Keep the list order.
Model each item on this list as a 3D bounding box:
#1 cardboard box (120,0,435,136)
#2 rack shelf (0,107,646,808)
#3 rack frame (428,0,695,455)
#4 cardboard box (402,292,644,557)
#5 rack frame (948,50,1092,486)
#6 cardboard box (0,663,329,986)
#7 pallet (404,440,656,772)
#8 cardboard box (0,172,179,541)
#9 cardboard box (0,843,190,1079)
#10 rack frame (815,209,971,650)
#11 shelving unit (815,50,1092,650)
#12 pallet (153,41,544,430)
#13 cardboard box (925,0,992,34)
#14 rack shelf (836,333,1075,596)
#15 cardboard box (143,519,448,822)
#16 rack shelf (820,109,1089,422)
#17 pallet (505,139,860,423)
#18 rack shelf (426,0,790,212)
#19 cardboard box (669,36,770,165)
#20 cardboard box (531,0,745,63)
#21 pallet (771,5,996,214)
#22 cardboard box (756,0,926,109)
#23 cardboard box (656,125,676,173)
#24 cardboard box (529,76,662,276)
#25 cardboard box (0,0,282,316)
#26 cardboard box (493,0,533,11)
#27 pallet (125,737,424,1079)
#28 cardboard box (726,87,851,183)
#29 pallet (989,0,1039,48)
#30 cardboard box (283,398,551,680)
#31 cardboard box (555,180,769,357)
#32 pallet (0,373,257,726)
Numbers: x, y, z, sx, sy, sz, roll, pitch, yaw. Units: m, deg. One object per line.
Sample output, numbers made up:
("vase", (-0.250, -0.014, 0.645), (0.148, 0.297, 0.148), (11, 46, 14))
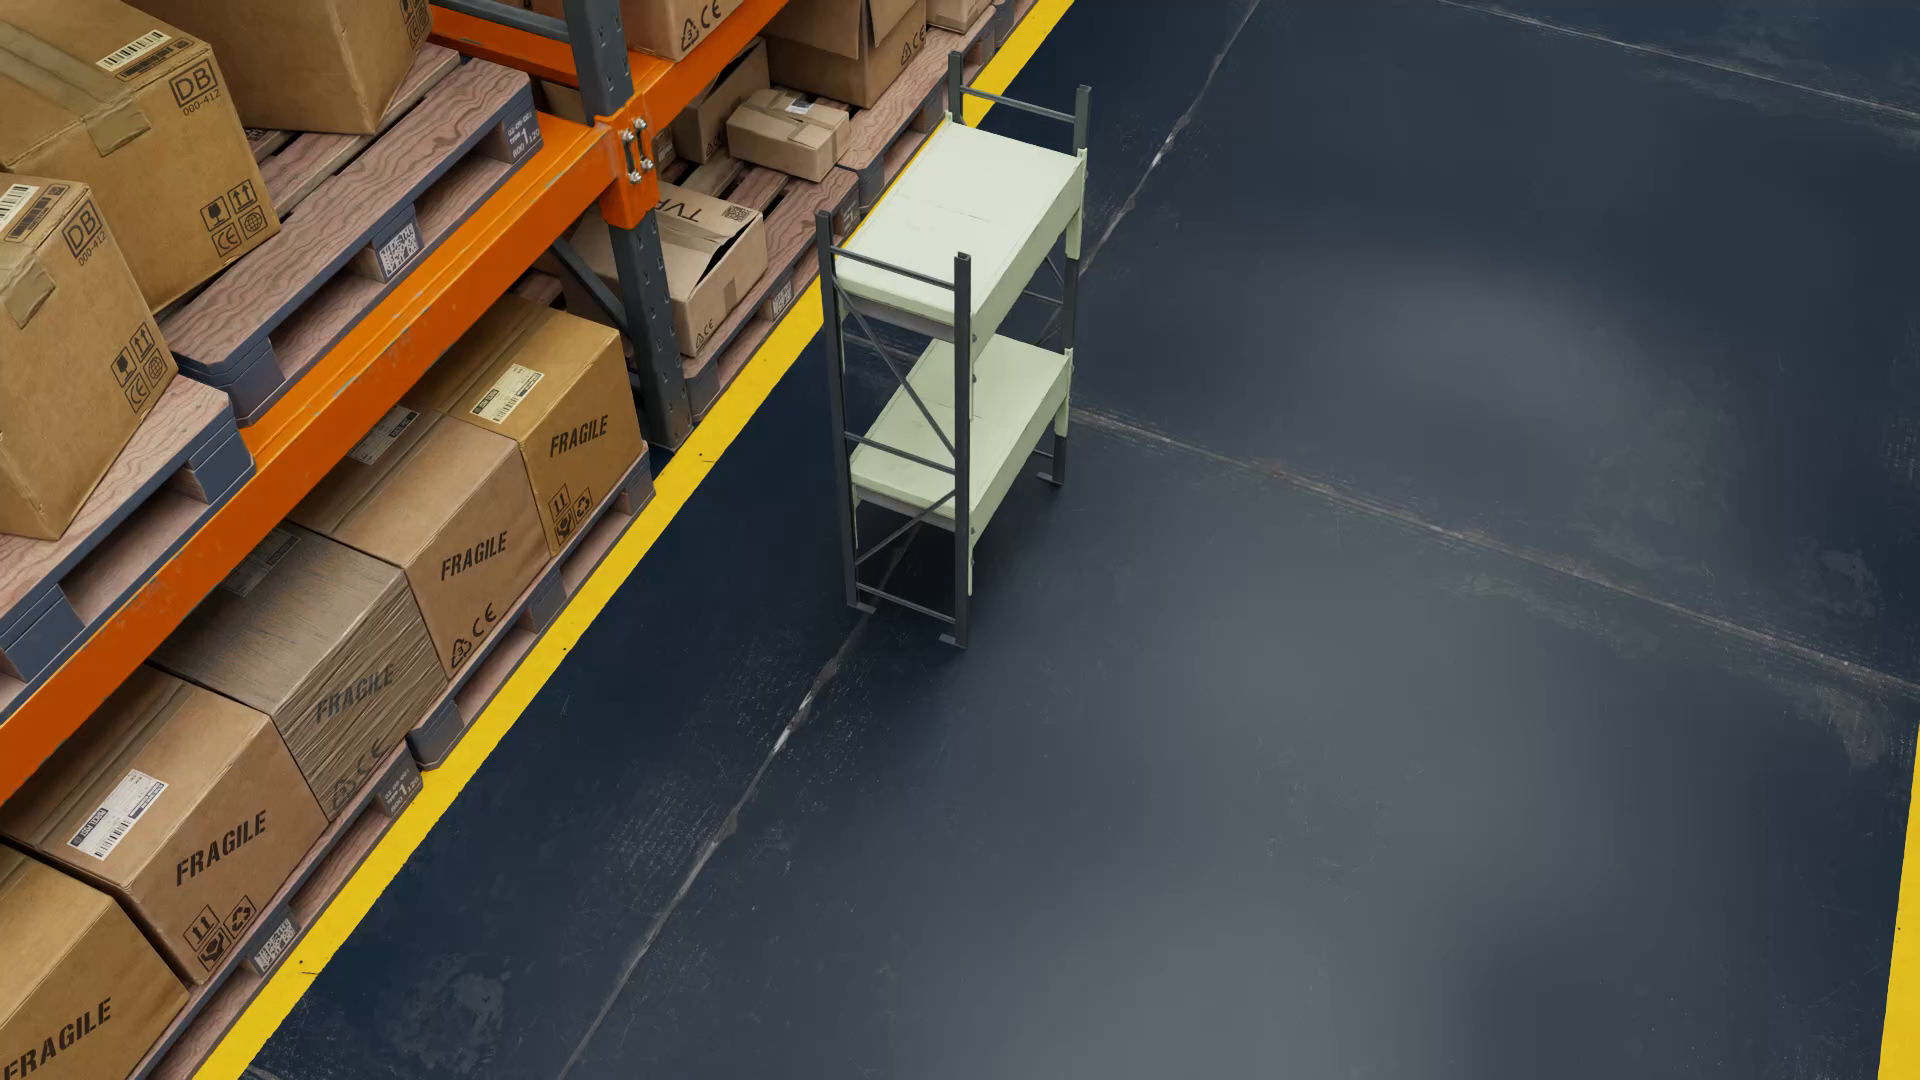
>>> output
("cardboard box", (-1.771, -1.374, 4.108), (0.700, 0.500, 0.500), (4, 50, 4))
("rack shelf", (-2.221, 0.151, 3.624), (1.077, 0.370, 4.000), (20, 52, 16))
("rack frame", (-1.367, -1.459, 4.522), (1.000, 3.000, 0.127), (20, 52, 16))
("cardboard box", (-1.318, -0.359, 4.938), (0.500, 0.500, 0.500), (20, 52, 16))
("rack frame", (0.154, -0.733, 4.889), (0.400, 1.500, 0.023), (20, 52, 16))
("cardboard box", (-1.967, 0.675, 4.058), (0.500, 0.500, 0.500), (18, 52, 15))
("pallet", (-1.680, 0.017, 5.097), (1.003, 0.211, 1.213), (20, 52, 16))
("cardboard box", (-2.066, -0.391, 3.272), (0.700, 0.500, 0.500), (8, 50, 7))
("cardboard box", (-2.185, 1.036, 3.751), (0.500, 0.500, 0.500), (19, 52, 16))
("rack frame", (-0.159, -0.229, 4.460), (0.400, 1.500, 0.023), (20, 52, 16))
("shelving unit", (-0.003, -0.481, 4.675), (0.431, 1.500, 0.755), (20, 52, 16))
("pallet", (-1.807, -0.882, 4.157), (1.003, 0.211, 1.213), (20, 52, 16))
("cardboard box", (-0.100, -2.366, 6.810), (0.500, 0.250, 0.500), (20, 52, 16))
("rack shelf", (-0.003, -0.270, 4.923), (0.431, 0.370, 0.720), (20, 52, 16))
("cardboard box", (-1.752, 0.324, 4.357), (0.500, 0.500, 0.500), (20, 53, 17))
("rack shelf", (-0.003, -0.734, 4.378), (0.431, 0.370, 0.720), (20, 52, 16))
("pallet", (-1.072, -1.028, 5.986), (1.003, 0.211, 1.213), (20, 52, 16))
("rack shelf", (-0.512, -2.603, 5.968), (1.077, 0.370, 4.000), (20, 52, 16))
("cardboard box", (-1.059, -1.731, 6.230), (0.500, 0.311, 0.500), (20, 52, 16))
("cardboard box", (-0.902, -1.754, 4.707), (0.500, 0.500, 0.500), (21, 53, 17))
("pallet", (-0.552, -1.871, 6.704), (1.003, 0.211, 1.213), (20, 52, 16))
("cardboard box", (-0.569, -2.088, 6.408), (0.797, 0.503, 0.637), (20, 52, 16))
("cardboard box", (-1.274, -1.440, 6.089), (0.380, 0.149, 0.250), (20, 52, 16))
("cardboard box", (-1.380, -1.276, 5.719), (0.500, 0.500, 0.500), (20, 52, 16))
("cardboard box", (-2.008, -0.880, 3.688), (0.700, 0.500, 0.500), (28, 55, 22))
("cardboard box", (-1.385, -1.919, 4.848), (0.500, 0.500, 0.500), (21, 53, 17))
("pallet", (-2.200, 0.860, 4.380), (1.003, 0.211, 1.213), (20, 52, 16))
("cardboard box", (-0.631, -1.501, 6.129), (0.380, 0.166, 0.250), (20, 52, 16))
("pallet", (-0.030, -2.708, 7.416), (1.003, 0.211, 1.213), (20, 52, 16))
("cardboard box", (-1.537, -0.021, 4.651), (0.500, 0.500, 0.500), (20, 52, 16))
("cardboard box", (-0.992, -0.949, 5.565), (0.500, 0.311, 0.500), (20, 52, 16))
("pallet", (-2.249, 0.017, 3.392), (1.003, 0.211, 1.213), (20, 52, 16))
